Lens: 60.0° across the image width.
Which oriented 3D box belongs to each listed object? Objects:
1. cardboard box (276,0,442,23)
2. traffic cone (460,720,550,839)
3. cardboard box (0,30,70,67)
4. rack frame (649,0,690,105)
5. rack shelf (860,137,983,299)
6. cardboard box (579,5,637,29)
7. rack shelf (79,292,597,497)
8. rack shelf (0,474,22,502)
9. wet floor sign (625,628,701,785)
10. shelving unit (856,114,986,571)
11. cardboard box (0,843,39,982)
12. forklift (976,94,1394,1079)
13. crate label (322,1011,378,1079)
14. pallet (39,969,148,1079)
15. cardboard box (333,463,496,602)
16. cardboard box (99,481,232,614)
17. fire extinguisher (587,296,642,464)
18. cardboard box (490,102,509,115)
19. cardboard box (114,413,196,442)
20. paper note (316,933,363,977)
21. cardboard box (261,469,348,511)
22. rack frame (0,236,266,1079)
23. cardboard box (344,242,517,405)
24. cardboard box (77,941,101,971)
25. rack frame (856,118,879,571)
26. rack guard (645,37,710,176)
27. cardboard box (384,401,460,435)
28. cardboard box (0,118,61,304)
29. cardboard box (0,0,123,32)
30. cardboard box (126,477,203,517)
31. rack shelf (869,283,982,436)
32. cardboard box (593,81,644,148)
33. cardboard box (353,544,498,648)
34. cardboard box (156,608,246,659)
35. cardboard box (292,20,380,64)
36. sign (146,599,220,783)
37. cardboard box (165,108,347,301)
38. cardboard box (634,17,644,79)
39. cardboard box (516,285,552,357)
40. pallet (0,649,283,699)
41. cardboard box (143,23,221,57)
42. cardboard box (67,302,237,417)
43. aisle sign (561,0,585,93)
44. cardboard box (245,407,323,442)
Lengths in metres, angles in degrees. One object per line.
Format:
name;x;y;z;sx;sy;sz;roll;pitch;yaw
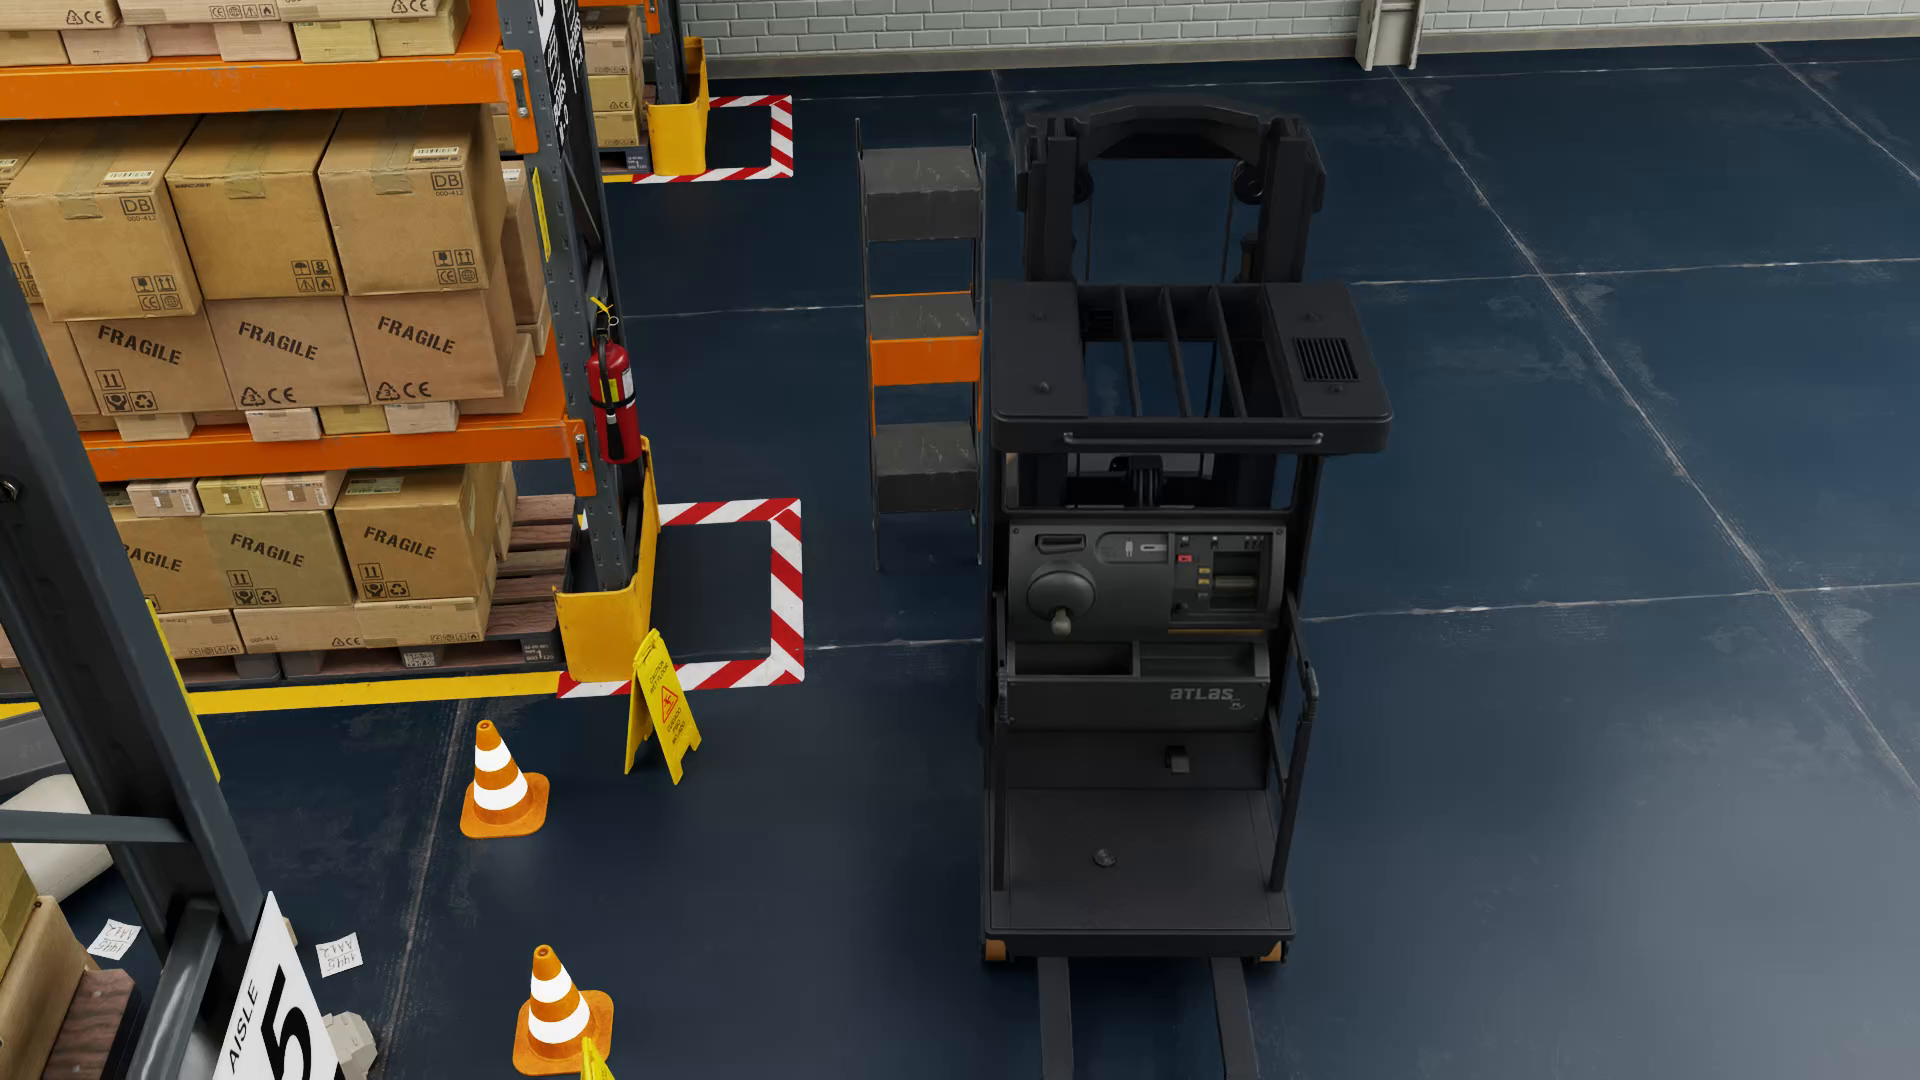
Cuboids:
cardboard box;-2.005;-1.964;5.598;0.500;0.250;0.500;-4;38;-5
traffic cone;-1.833;0.893;6.567;0.334;0.463;0.336;-3;38;-4
cardboard box;-3.128;-1.756;5.657;0.250;0.149;0.380;-4;38;-5
rack frame;-1.963;-3.985;10.701;0.127;3.000;1.000;-3;38;-4
rack shelf;-0.165;-1.354;6.985;0.480;0.518;0.431;-3;38;-4
cardboard box;-2.458;-3.553;11.227;0.500;0.250;0.500;-4;38;-5
rack shelf;-3.511;-0.530;6.903;4.000;0.370;1.077;-3;38;-4
rack shelf;-2.972;0.320;1.305;4.000;0.370;1.077;-3;38;-4
wet floor sign;-1.235;0.652;6.725;0.232;0.644;0.267;9;39;12
shelving unit;-0.165;-0.815;7.410;0.503;2.100;0.431;-3;38;-4
cardboard box;-1.483;0.555;1.987;0.500;0.250;0.500;-3;38;-4
forklift;0.631;0.201;5.451;1.130;2.935;3.031;0;38;0
crate label;-2.174;1.769;5.720;0.298;0.136;0.250;-24;44;-27
pallet;-1.718;1.031;1.994;1.213;0.211;1.003;-3;38;-4
cardboard box;-2.294;-0.097;7.049;0.500;0.500;0.500;-3;38;-4
cardboard box;-3.317;-0.043;6.981;0.500;0.500;0.500;-4;38;-5
fire extinguisher;-1.364;-0.614;6.491;0.183;0.674;0.296;-3;38;-4
cardboard box;-2.920;-3.026;10.963;0.500;0.250;0.500;-3;38;-4
cardboard box;-3.141;-0.558;6.560;0.250;0.149;0.380;-4;38;-4
paper note;-2.284;1.523;6.117;0.142;0.019;0.148;-16;41;-19
cardboard box;-2.654;-0.290;6.770;0.250;0.149;0.380;-2;38;-3
rack frame;-0.980;-0.229;1.097;0.127;3.000;1.000;-3;38;-4
cardboard box;-2.035;-0.879;6.443;0.500;0.500;0.500;-4;38;-5
cardboard box;-3.044;1.716;5.491;0.797;0.503;0.637;32;48;34
rack frame;-0.408;-0.802;7.393;0.015;2.100;0.400;-3;38;-4
rack guard;-1.939;-3.005;11.477;0.348;0.500;1.175;-3;38;-4
cardboard box;-2.115;-0.589;6.600;0.250;0.149;0.380;-4;38;-5
cardboard box;-3.521;-1.252;6.109;0.500;0.500;0.700;-3;38;-4
cardboard box;-3.022;-1.905;5.524;0.500;0.250;0.500;-2;38;-3
cardboard box;-3.167;-0.265;6.738;0.250;0.149;0.380;-2;38;-2
rack shelf;-0.165;-0.805;7.419;0.480;0.518;0.431;-3;38;-4
cardboard box;-2.403;-2.849;11.142;0.500;0.250;0.500;-3;38;-4
cardboard box;-2.324;0.204;7.273;0.500;0.250;0.500;-3;38;-4
cardboard box;-3.338;0.258;7.204;0.500;0.250;0.500;-4;38;-6
cardboard box;-2.095;-1.775;5.682;0.250;0.149;0.380;-3;38;-4
sign;-1.023;0.232;2.166;0.005;0.325;0.100;-3;38;-4
cardboard box;-2.513;-1.285;6.151;0.500;0.500;0.700;-3;38;-4
cardboard box;-2.449;-3.369;11.397;0.500;0.250;0.500;-2;38;-3
cardboard box;-1.876;-0.933;7.035;0.250;0.149;0.380;-3;38;-4
pallet;-3.620;0.264;7.567;1.213;0.211;1.003;-3;38;-4
cardboard box;-2.621;-1.809;5.724;0.250;0.149;0.380;-3;38;-4
cardboard box;-3.033;-0.829;6.380;0.500;0.500;0.500;-3;38;-4
aisle sign;-1.485;-2.138;6.261;0.004;0.787;0.394;-3;38;-4
cardboard box;-2.626;-0.555;6.557;0.250;0.149;0.380;-3;38;-3
